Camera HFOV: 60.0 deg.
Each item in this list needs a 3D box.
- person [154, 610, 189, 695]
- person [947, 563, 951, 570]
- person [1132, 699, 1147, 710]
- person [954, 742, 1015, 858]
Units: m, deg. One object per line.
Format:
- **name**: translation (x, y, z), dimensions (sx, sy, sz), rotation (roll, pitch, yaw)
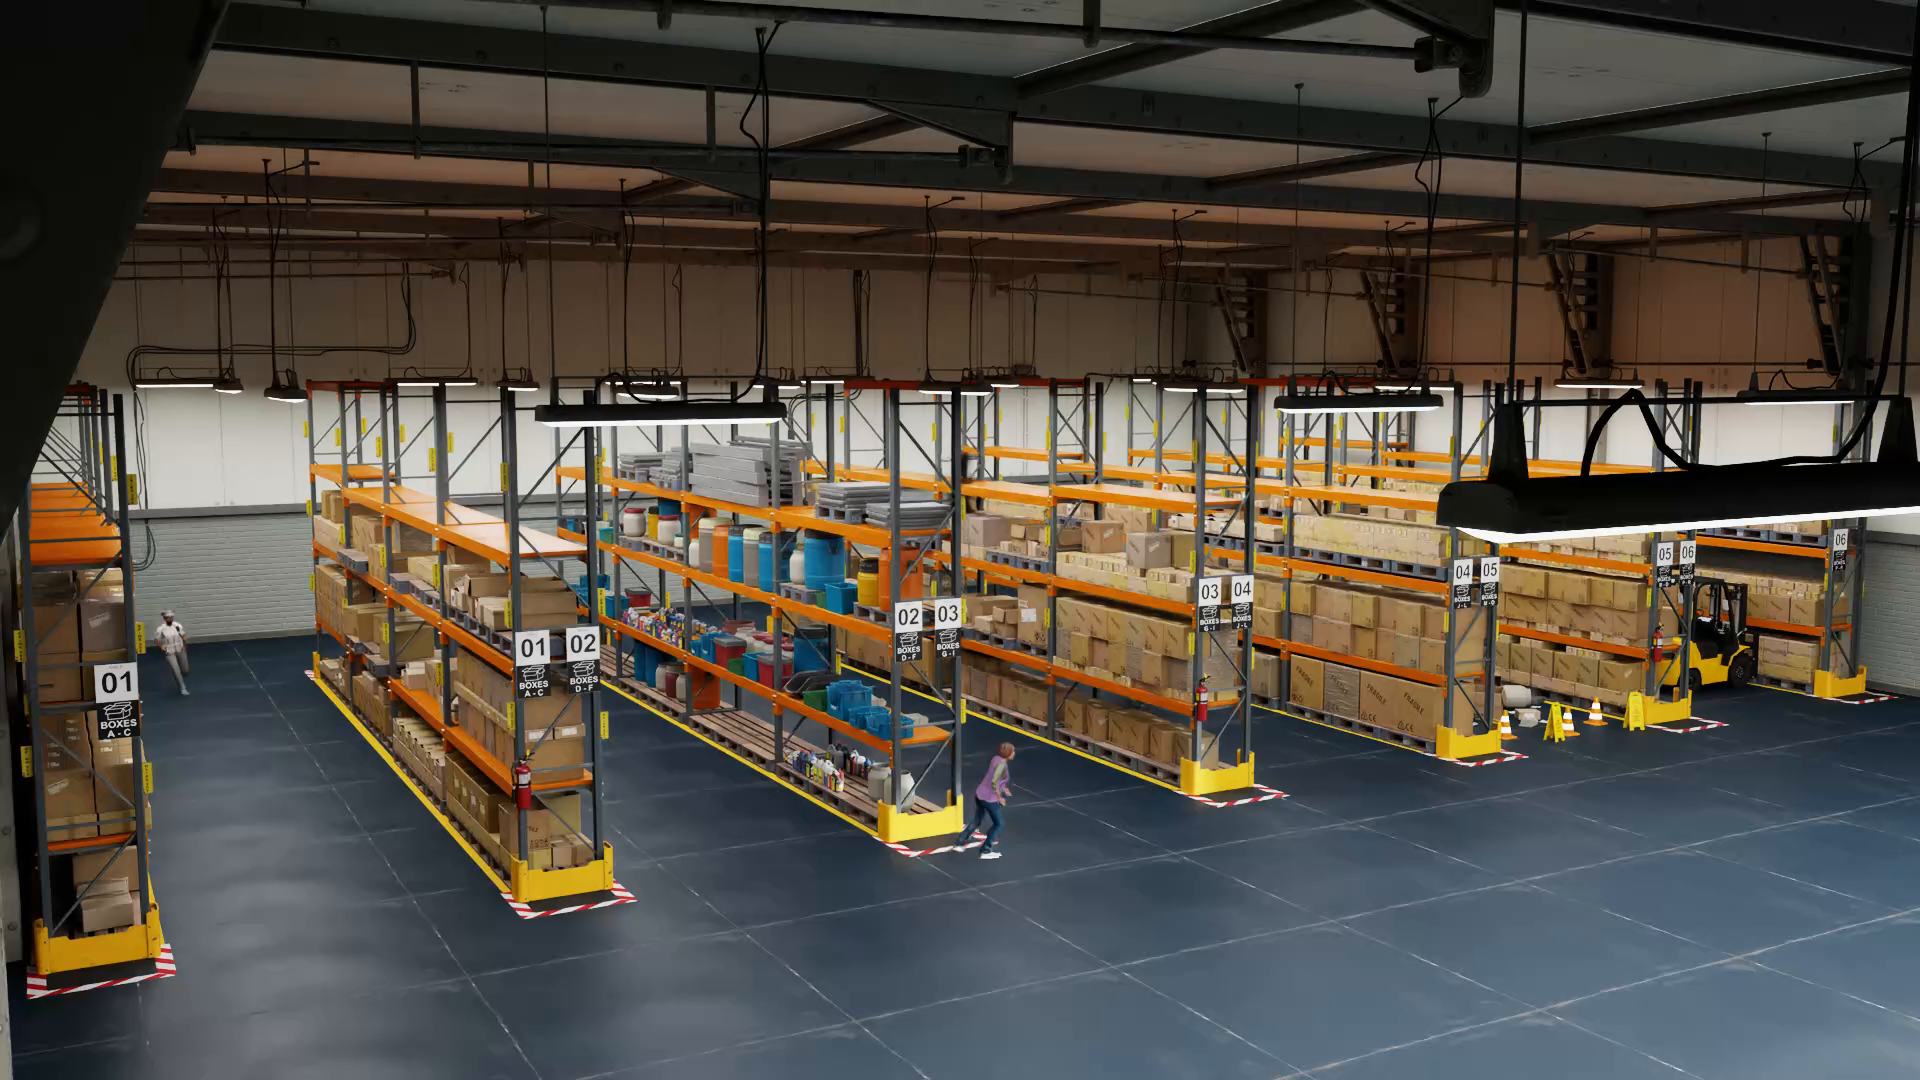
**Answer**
- **person**: translation (-15.105, 2.099, 31.855), dimensions (0.574, 1.573, 0.700), rotation (-5, 8, -39)
- **person**: translation (-0.076, 0.913, 42.593), dimensions (0.685, 1.813, 0.840), rotation (3, 7, 22)
- **person**: translation (3.490, 2.348, 30.143), dimensions (0.713, 1.548, 1.079), rotation (-3, 7, -23)
- **person**: translation (0.323, 3.383, 21.262), dimensions (0.774, 1.404, 0.556), rotation (-2, 6, -18)
